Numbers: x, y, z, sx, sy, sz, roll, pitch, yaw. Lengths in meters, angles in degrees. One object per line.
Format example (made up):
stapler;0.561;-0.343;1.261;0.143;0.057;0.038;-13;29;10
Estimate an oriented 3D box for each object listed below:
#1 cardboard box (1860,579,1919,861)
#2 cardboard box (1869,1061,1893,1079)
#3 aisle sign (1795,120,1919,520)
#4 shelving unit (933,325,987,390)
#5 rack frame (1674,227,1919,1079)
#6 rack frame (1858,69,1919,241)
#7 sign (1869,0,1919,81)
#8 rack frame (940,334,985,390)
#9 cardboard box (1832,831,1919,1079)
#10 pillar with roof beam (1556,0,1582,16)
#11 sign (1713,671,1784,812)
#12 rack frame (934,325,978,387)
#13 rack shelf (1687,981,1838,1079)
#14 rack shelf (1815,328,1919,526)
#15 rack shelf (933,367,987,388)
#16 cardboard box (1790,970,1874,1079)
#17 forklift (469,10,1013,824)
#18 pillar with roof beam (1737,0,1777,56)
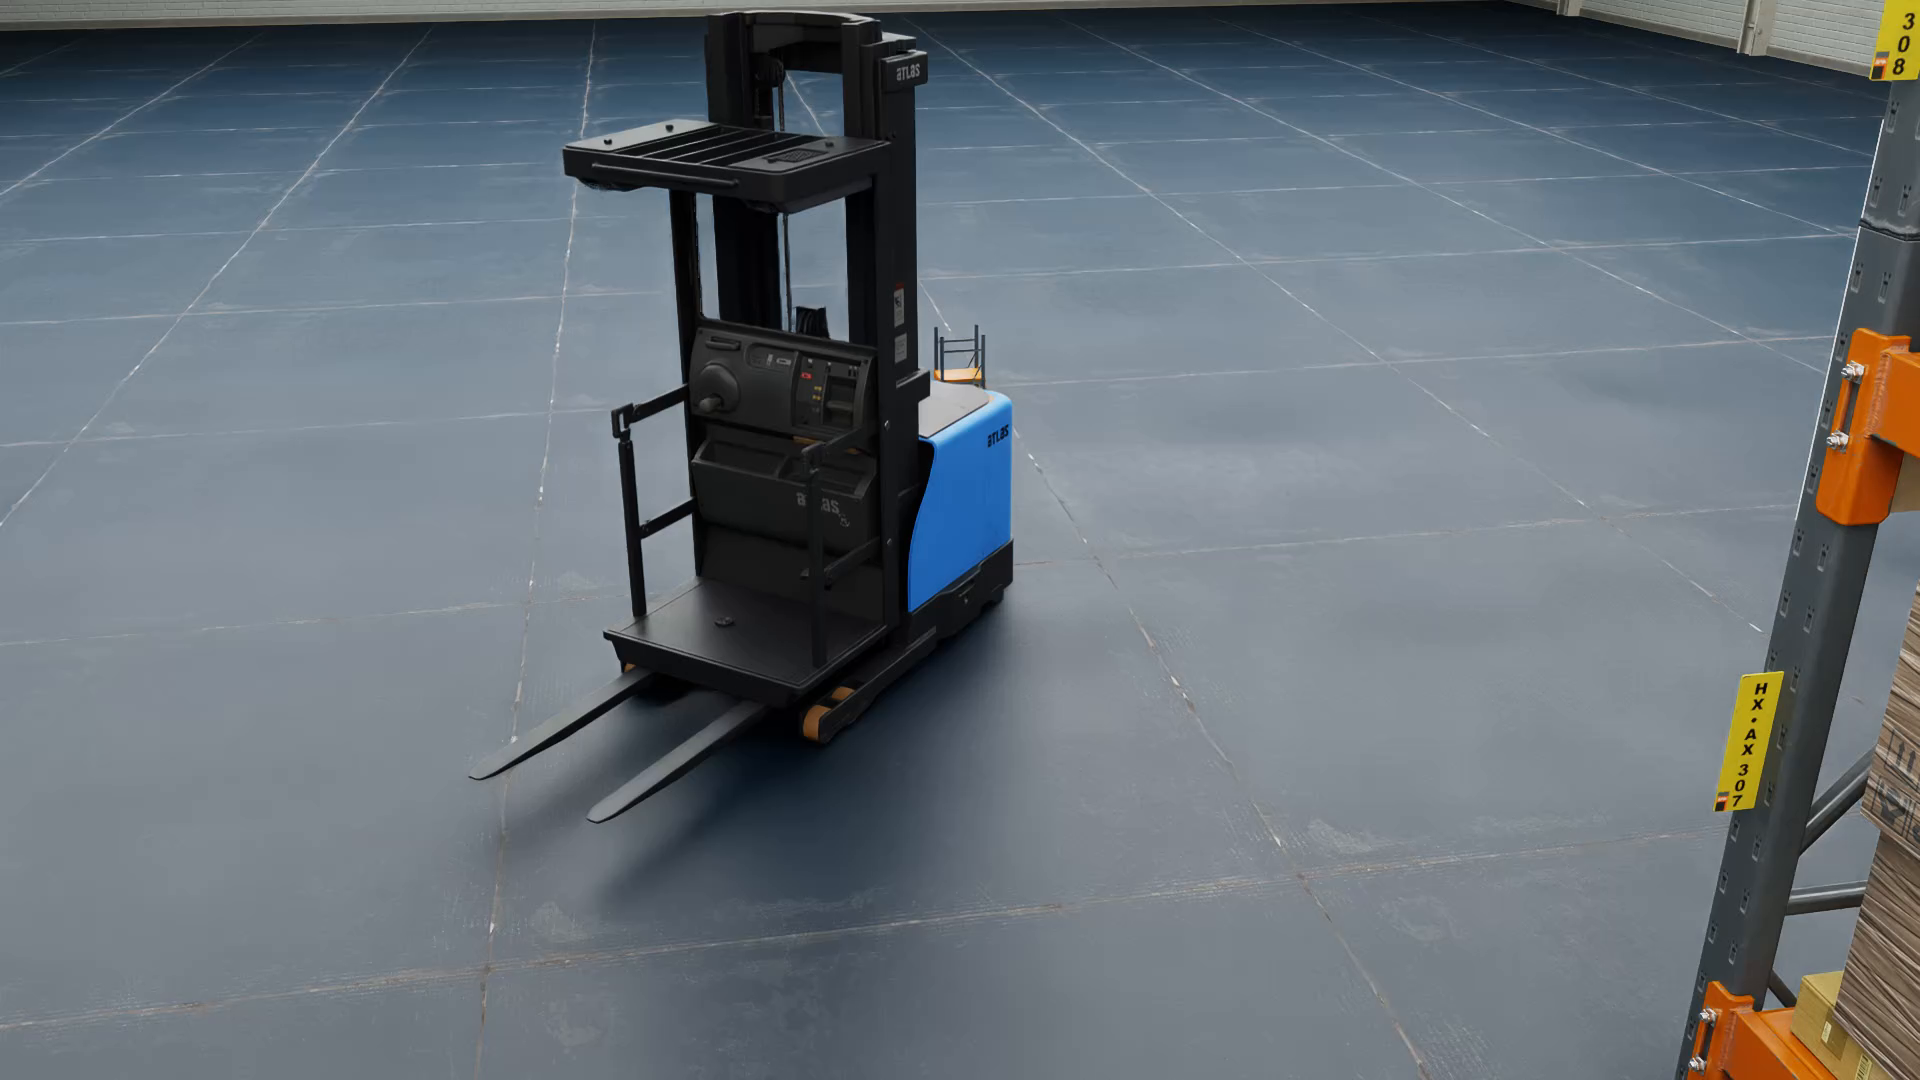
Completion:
cardboard box;2.008;0.374;2.900;0.500;0.500;0.500;-4;24;-10
cardboard box;2.020;1.123;3.246;0.380;0.149;0.250;-4;24;-10
aisle sign;1.868;-0.416;3.206;0.394;0.787;0.004;-4;24;-10
shelving unit;-0.003;-0.556;9.023;0.258;1.200;0.189;-4;24;-10
rack frame;2.174;0.778;3.721;1.000;3.000;0.127;-4;24;-10
rack frame;2.174;-1.971;2.520;1.000;3.000;0.127;-4;24;-10
sign;1.641;-0.957;2.854;0.100;0.325;0.005;-4;24;-10
rack frame;0.014;-0.520;8.940;0.240;1.200;0.006;-4;24;-10
cardboard box;2.249;0.814;3.142;0.875;0.500;0.500;-4;24;-10
pillar with roof beam;7.979;-14.341;30.843;9.100;9.000;0.400;-4;24;-10
sign;1.641;0.421;3.456;0.100;0.325;0.005;-4;24;-10
rack frame;-0.020;-0.592;9.105;0.240;1.200;0.006;-4;24;-10
rack shelf;2.544;1.894;2.064;1.077;0.370;4.000;-4;24;-10
rack shelf;2.544;0.520;1.464;1.077;0.370;4.000;-4;24;-10
rack shelf;-0.003;-0.845;8.897;0.258;0.103;0.180;-4;24;-10
cardboard box;1.992;1.023;3.474;0.380;0.149;0.250;-4;24;-10
forklift;-0.897;-0.666;7.114;1.130;2.935;3.031;13;27;27
pillar with roof beam;9.089;-11.981;25.440;9.100;9.000;0.400;-4;24;-10
